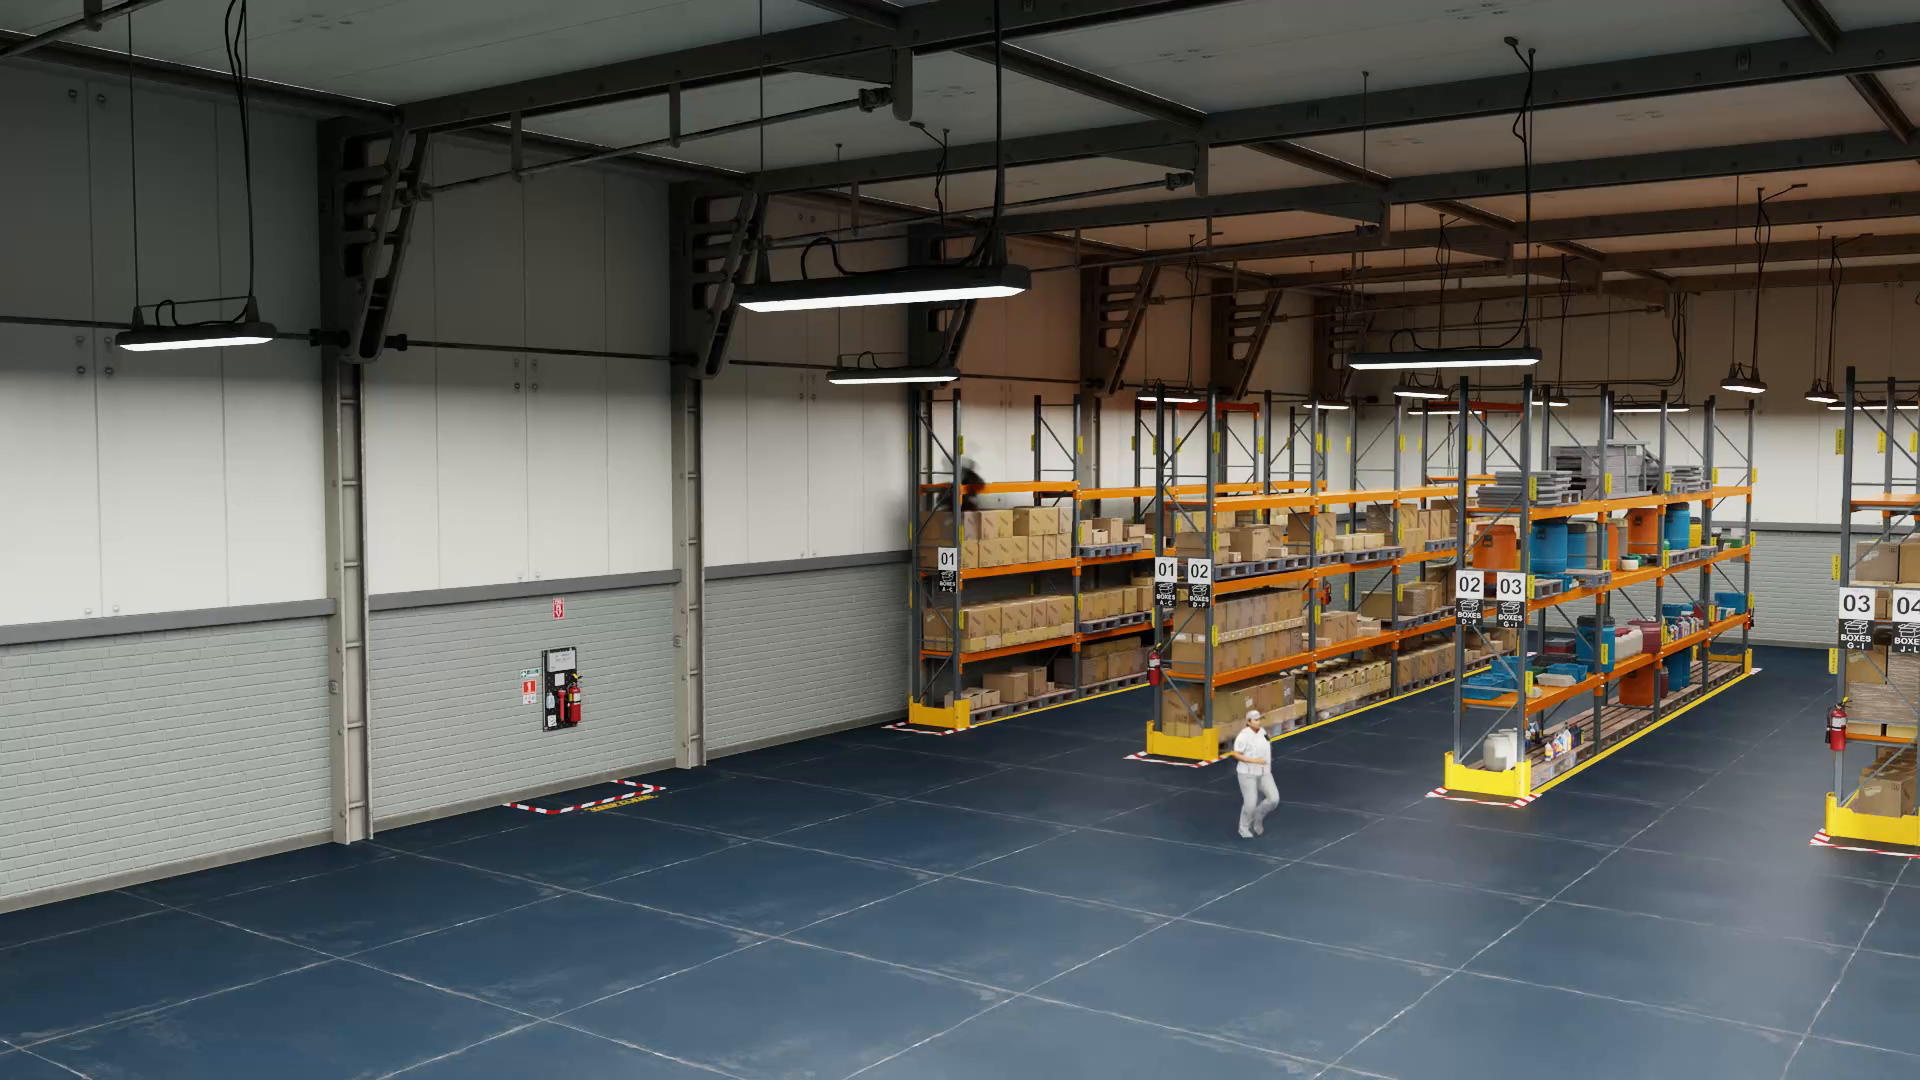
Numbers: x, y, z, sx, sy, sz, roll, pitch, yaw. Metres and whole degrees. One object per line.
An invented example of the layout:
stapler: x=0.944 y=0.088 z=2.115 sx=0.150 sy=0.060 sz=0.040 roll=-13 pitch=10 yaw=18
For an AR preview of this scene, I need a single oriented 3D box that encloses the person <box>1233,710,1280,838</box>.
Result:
person: x=3.757 y=2.972 z=21.081 sx=0.661 sy=1.639 sz=0.570 roll=-2 pitch=4 yaw=-30
